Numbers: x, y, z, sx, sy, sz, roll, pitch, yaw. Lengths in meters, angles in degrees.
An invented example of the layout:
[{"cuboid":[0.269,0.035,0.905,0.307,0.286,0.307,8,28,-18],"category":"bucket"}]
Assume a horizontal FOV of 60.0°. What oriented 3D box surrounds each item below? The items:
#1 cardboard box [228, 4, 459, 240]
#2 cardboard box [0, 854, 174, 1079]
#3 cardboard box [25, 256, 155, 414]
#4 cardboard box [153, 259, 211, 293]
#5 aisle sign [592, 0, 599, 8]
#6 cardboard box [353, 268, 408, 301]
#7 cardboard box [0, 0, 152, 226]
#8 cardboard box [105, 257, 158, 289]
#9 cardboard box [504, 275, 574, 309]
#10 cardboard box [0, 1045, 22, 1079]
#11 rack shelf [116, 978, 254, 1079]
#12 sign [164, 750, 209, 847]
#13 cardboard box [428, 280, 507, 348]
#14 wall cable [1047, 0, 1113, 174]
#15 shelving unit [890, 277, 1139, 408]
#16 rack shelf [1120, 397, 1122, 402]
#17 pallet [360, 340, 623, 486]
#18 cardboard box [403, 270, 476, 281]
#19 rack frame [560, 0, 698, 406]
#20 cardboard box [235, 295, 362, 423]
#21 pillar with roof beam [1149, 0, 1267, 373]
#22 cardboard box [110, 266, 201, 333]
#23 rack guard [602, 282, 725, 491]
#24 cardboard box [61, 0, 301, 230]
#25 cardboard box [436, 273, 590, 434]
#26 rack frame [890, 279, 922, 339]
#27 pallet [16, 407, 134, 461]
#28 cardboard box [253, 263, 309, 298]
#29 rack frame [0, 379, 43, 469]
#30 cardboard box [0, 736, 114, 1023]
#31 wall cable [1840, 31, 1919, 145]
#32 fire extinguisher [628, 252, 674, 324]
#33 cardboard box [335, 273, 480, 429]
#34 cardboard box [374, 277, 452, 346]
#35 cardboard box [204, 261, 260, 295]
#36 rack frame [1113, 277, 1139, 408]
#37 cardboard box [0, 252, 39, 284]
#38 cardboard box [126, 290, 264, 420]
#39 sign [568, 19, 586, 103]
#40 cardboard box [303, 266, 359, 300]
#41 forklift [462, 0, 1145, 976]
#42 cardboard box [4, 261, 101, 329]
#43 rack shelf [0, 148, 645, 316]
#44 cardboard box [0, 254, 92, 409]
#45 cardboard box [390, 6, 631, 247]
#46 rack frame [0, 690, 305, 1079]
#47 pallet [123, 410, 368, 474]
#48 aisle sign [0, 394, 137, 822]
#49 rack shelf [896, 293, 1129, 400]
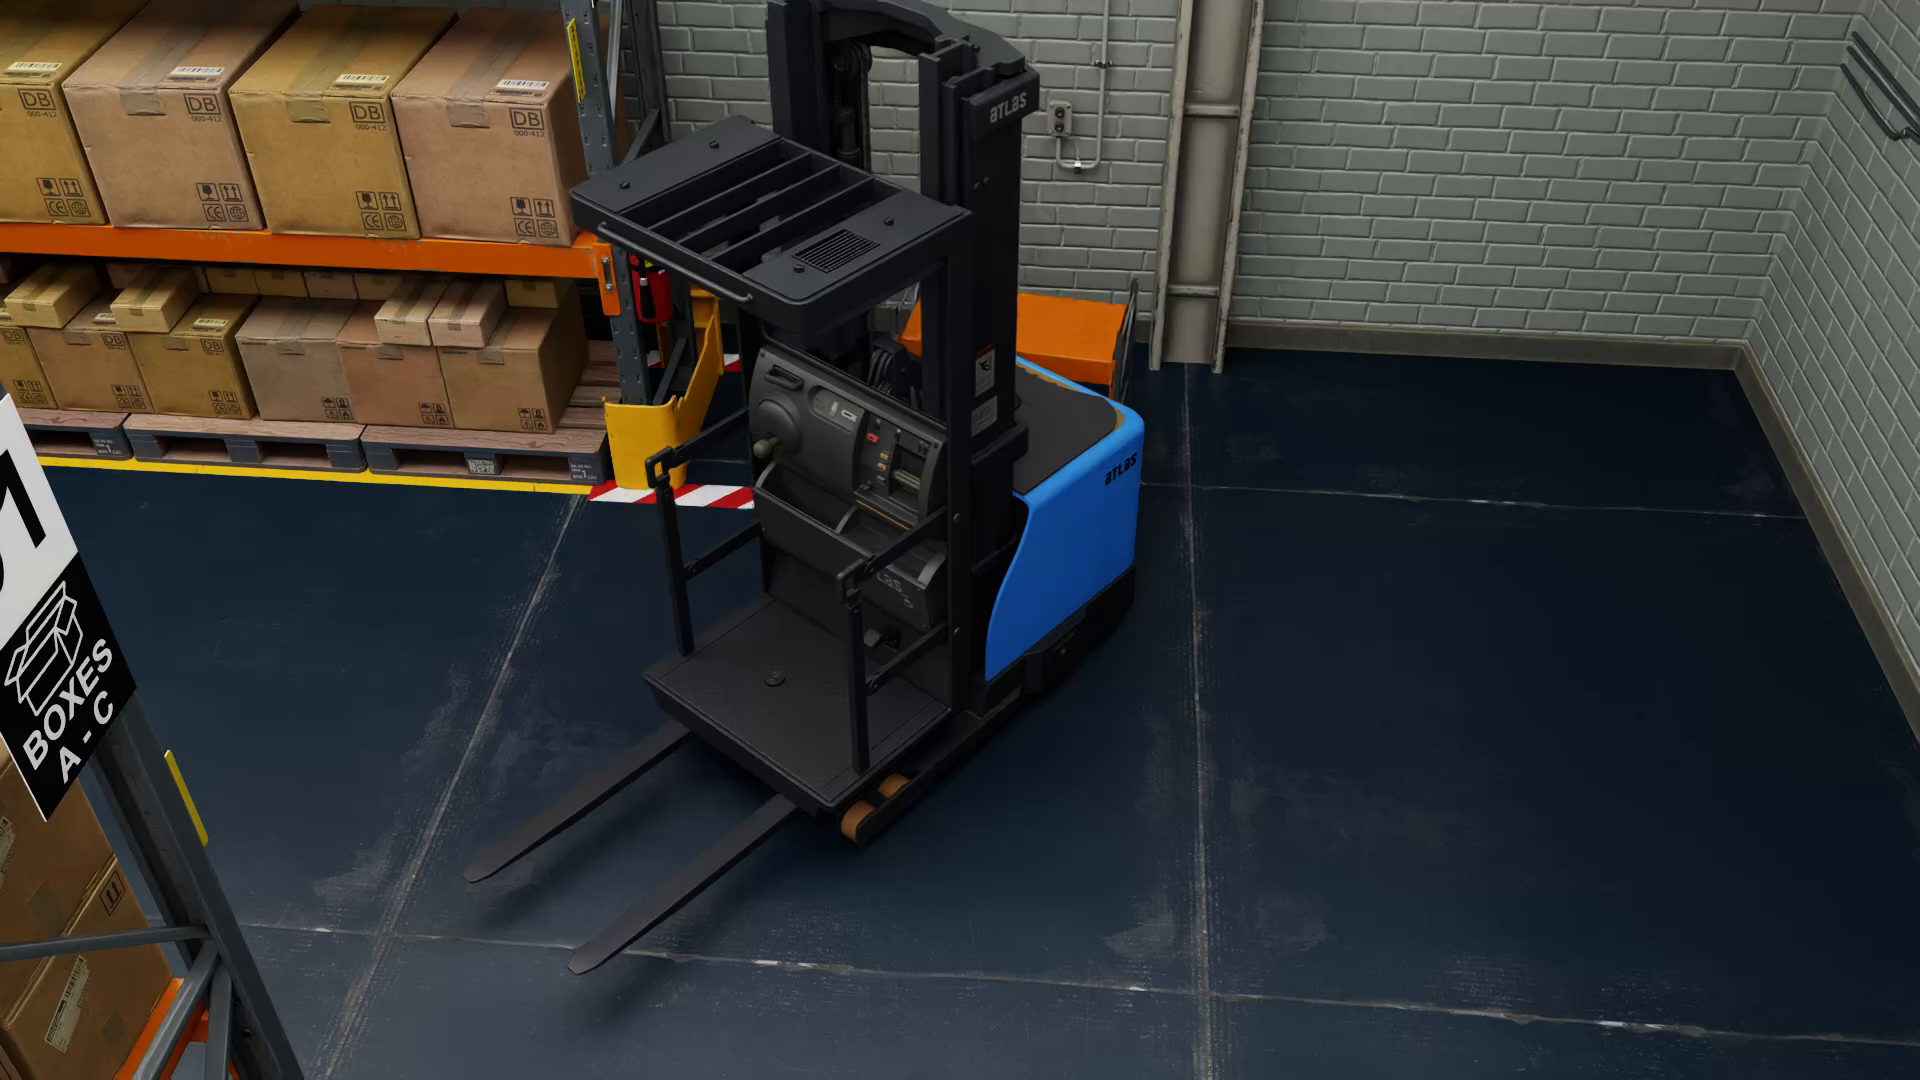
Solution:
[{"cuboid":[-2.757,-1.950,7.702,0.700,0.700,0.980,3,39,3],"category":"cardboard box"},{"cuboid":[-2.365,1.107,4.105,0.500,0.500,0.500,4,39,5],"category":"cardboard box"},{"cuboid":[-4.271,-1.056,8.489,0.500,0.500,0.700,3,39,3],"category":"cardboard box"},{"cuboid":[-3.859,-1.414,8.415,0.250,0.149,0.380,4,39,4],"category":"cardboard box"},{"cuboid":[-1.476,-2.595,6.673,0.004,0.787,0.394,3,39,4],"category":"aisle sign"},{"cuboid":[-2.840,-1.360,8.348,0.250,0.149,0.380,3,39,4],"category":"cardboard box"},{"cuboid":[-4.241,-2.031,7.801,0.700,0.700,0.980,2,39,3],"category":"cardboard box"},{"cuboid":[-4.111,-1.428,8.433,0.250,0.149,0.380,2,39,2],"category":"cardboard box"},{"cuboid":[-2.086,-1.319,8.298,0.250,0.149,0.380,3,39,4],"category":"cardboard box"},{"cuboid":[-2.415,1.444,3.691,0.500,0.500,0.500,4,39,5],"category":"cardboard box"},{"cuboid":[-3.938,1.506,4.264,4.000,0.370,1.077,3,39,4],"category":"rack shelf"},{"cuboid":[-1.899,0.659,4.049,0.005,0.325,0.100,3,39,4],"category":"sign"},{"cuboid":[-2.372,-1.092,8.020,0.250,0.149,0.380,3,39,3],"category":"cardboard box"},{"cuboid":[-0.165,-2.699,8.055,1.851,1.984,0.084,3,39,4],"category":"wall cable"},{"cuboid":[0.254,-0.682,7.867,1.048,1.125,0.538,8,40,10],"category":"shelving unit"},{"cuboid":[0.254,-0.492,8.021,1.000,0.278,0.538,8,40,10],"category":"rack shelf"},{"cuboid":[-2.325,-0.692,8.604,1.213,0.211,1.003,3,39,4],"category":"pallet"},{"cuboid":[-2.591,-1.346,8.331,0.250,0.149,0.380,3,39,4],"category":"cardboard box"},{"cuboid":[-1.522,-1.779,7.730,0.127,3.000,1.000,3,39,4],"category":"rack frame"},{"cuboid":[-3.228,-1.002,8.423,0.500,0.500,0.700,2,39,2],"category":"cardboard box"},{"cuboid":[0.871,-1.796,2.998,0.400,9.000,9.100,3,39,4],"category":"pillar with roof beam"},{"cuboid":[-3.925,-1.175,8.122,0.250,0.149,0.380,2,39,3],"category":"cardboard box"},{"cuboid":[-1.498,-0.809,8.518,0.348,0.500,1.175,3,39,4],"category":"rack guard"},{"cuboid":[-3.516,-1.997,7.760,0.700,0.700,0.980,1,39,2],"category":"cardboard box"},{"cuboid":[-2.228,-0.948,8.357,0.500,0.500,0.700,3,39,4],"category":"cardboard box"},{"cuboid":[-0.243,-0.751,7.953,0.032,1.125,0.500,8,40,10],"category":"rack frame"},{"cuboid":[-4.756,-0.825,8.767,1.213,0.211,1.003,3,39,4],"category":"pallet"},{"cuboid":[-3.349,-1.387,8.381,0.250,0.149,0.380,4,39,4],"category":"cardboard box"},{"cuboid":[-1.946,-0.990,2.009,0.127,3.000,1.000,3,39,4],"category":"rack frame"},{"cuboid":[-2.365,0.720,3.789,0.500,0.500,0.500,4,39,5],"category":"cardboard box"},{"cuboid":[4.082,-2.369,6.162,0.112,2.526,3.097,3,39,4],"category":"wall cable"},{"cuboid":[-1.412,-1.306,7.506,0.183,0.674,0.296,3,39,4],"category":"fire extinguisher"},{"cuboid":[-2.727,-0.975,8.390,0.500,0.500,0.700,3,39,4],"category":"cardboard box"},{"cuboid":[-2.626,-1.106,8.036,0.250,0.149,0.380,4,39,5],"category":"cardboard box"},{"cuboid":[-3.602,-1.401,8.399,0.250,0.149,0.380,2,39,3],"category":"cardboard box"},{"cuboid":[0.750,-0.612,7.782,0.032,1.125,0.500,8,40,10],"category":"rack frame"},{"cuboid":[-4.898,-1.470,8.484,0.250,0.149,0.380,3,39,4],"category":"cardboard box"},{"cuboid":[-3.760,-1.027,8.453,0.500,0.500,0.700,4,39,5],"category":"cardboard box"},{"cuboid":[-1.583,-1.980,6.872,0.005,0.325,0.100,3,39,4],"category":"sign"},{"cuboid":[-3.094,-1.373,8.365,0.250,0.149,0.380,4,39,4],"category":"cardboard box"},{"cuboid":[-0.570,-0.321,5.993,1.130,2.935,3.031,29,47,31],"category":"forklift"},{"cuboid":[-4.445,-1.204,8.157,0.250,0.149,0.380,4,39,5],"category":"cardboard box"},{"cuboid":[-3.515,-1.609,8.091,4.000,0.370,1.077,3,39,4],"category":"rack shelf"},{"cuboid":[-4.771,-1.086,8.525,0.500,0.500,0.700,4,39,4],"category":"cardboard box"},{"cuboid":[-2.031,-1.917,7.662,0.700,0.700,0.980,5,39,6],"category":"cardboard box"},{"cuboid":[-1.946,1.336,3.903,0.127,3.000,1.000,3,39,4],"category":"rack frame"},{"cuboid":[-3.537,-0.760,8.687,1.213,0.211,1.003,3,39,4],"category":"pallet"},{"cuboid":[-1.852,0.147,3.304,0.004,0.787,0.394,3,39,4],"category":"aisle sign"},{"cuboid":[0.254,-0.909,7.682,1.000,0.278,0.538,8,40,10],"category":"rack shelf"}]
